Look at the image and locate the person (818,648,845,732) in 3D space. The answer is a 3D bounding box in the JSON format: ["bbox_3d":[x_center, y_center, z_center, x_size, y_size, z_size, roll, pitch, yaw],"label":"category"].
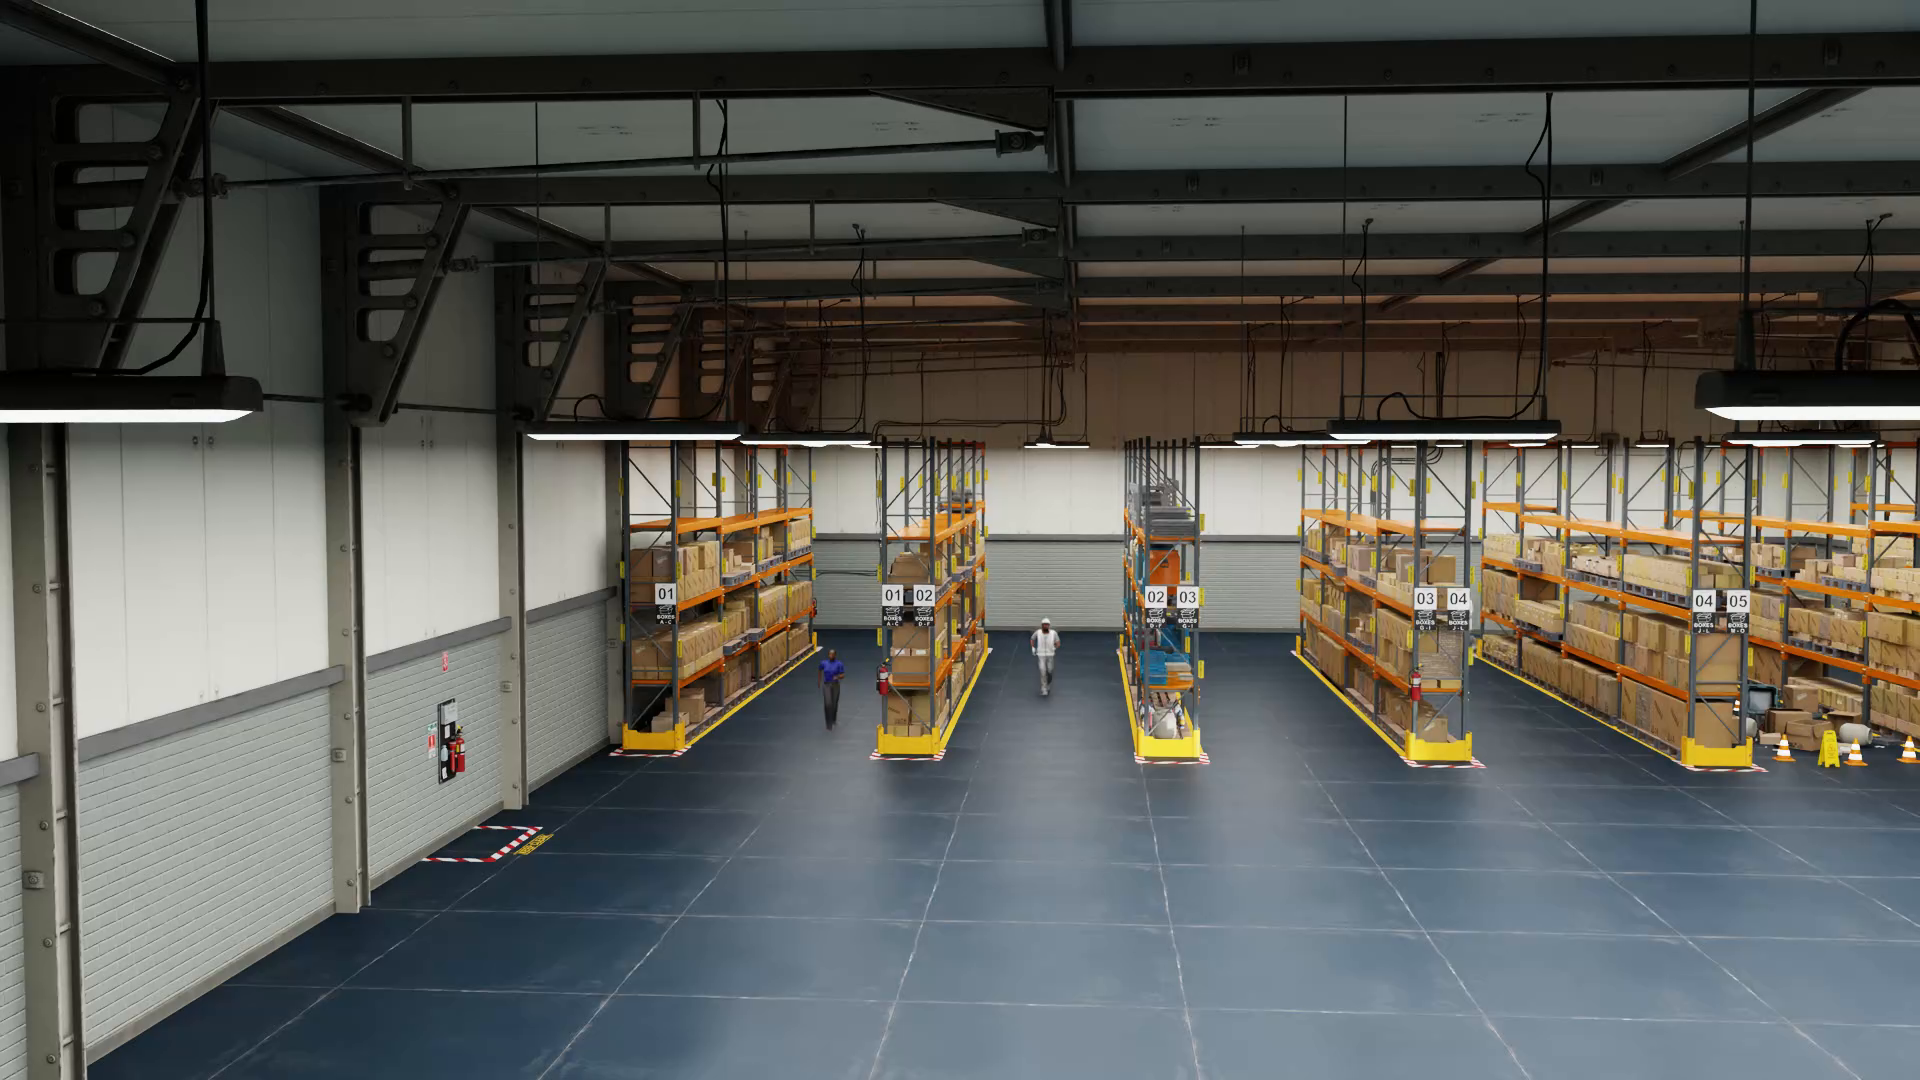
[{"bbox_3d":[-2.635,3.075,34.143,0.537,1.712,0.812,0,3,-9],"label":"person"}]

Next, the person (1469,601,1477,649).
[{"bbox_3d":[14.385,2.314,47.309,1.024,1.751,0.724,-1,3,-10],"label":"person"}]

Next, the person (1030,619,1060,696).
[{"bbox_3d":[2.015,2.730,39.166,0.705,1.774,0.879,0,3,-2],"label":"person"}]
